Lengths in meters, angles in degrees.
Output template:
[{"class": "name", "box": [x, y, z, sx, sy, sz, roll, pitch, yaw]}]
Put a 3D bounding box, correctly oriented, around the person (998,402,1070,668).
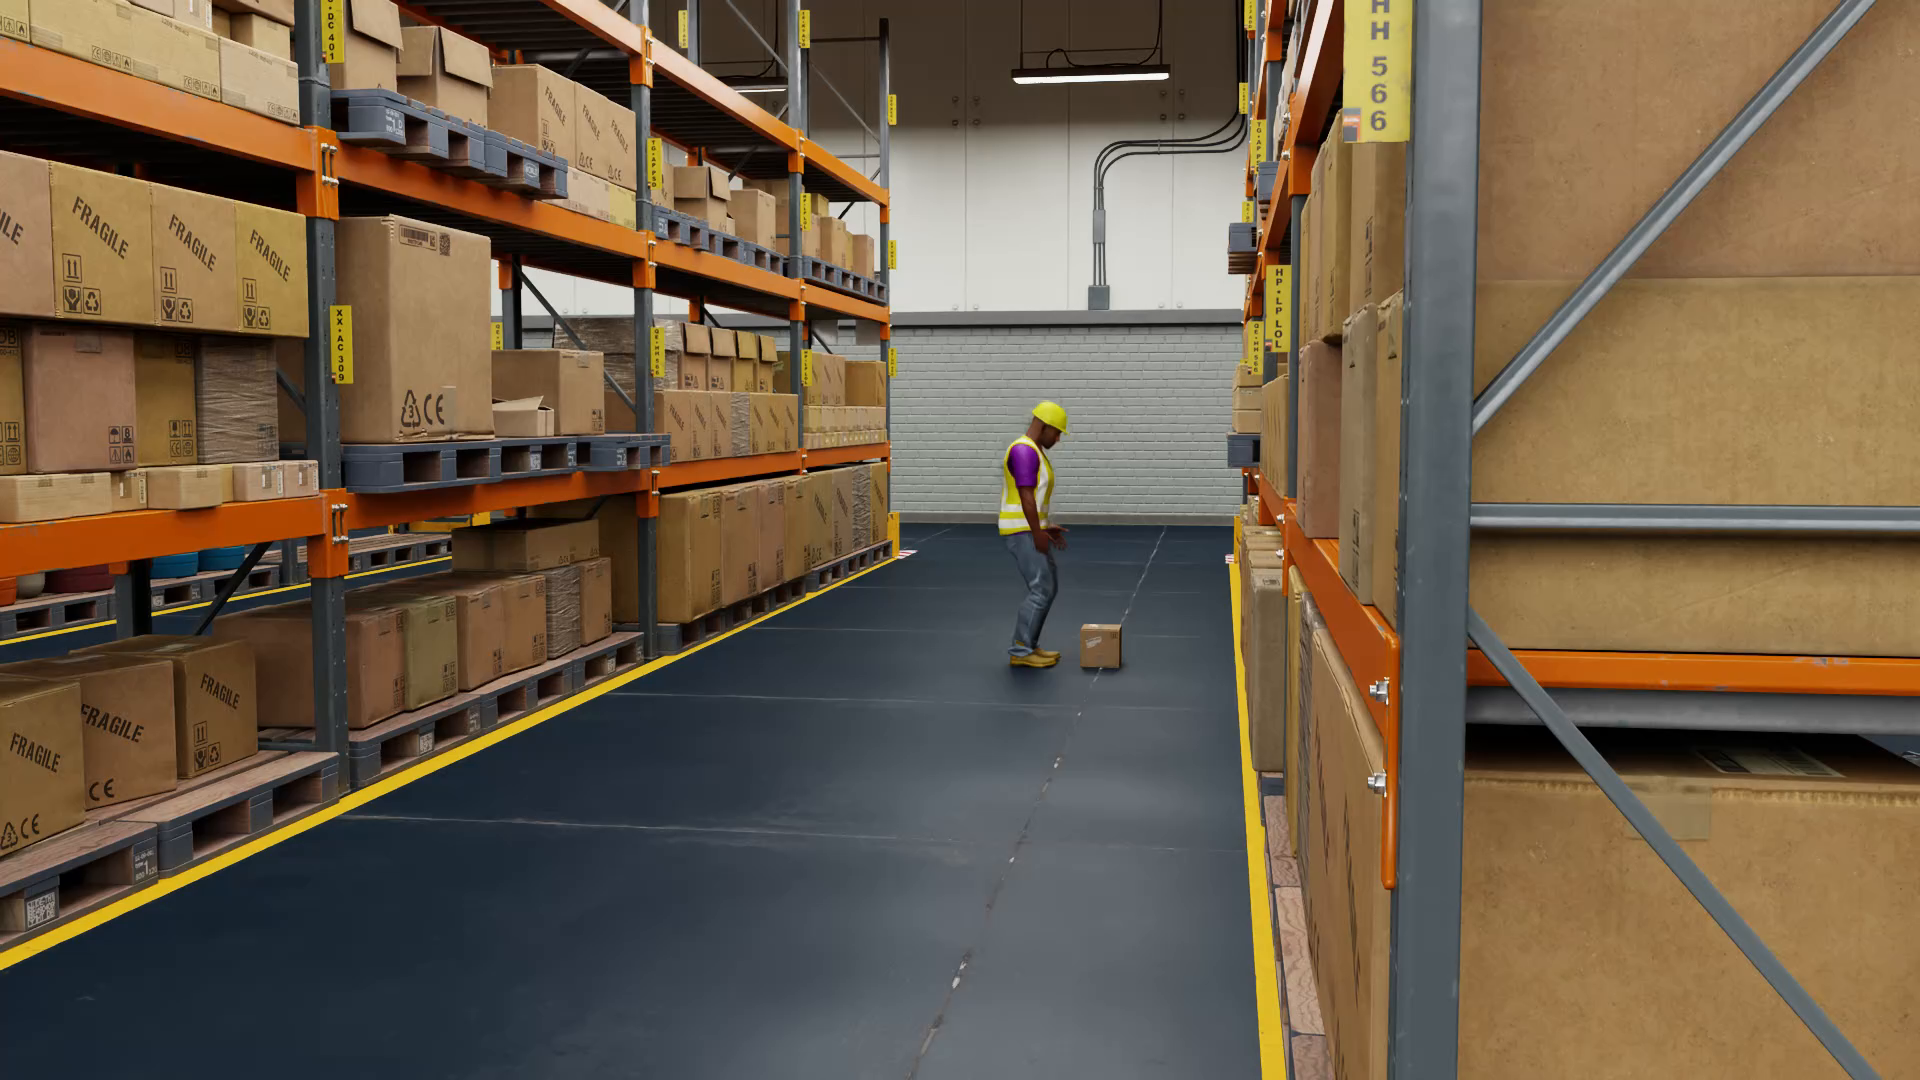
[{"class": "person", "box": [0.492, -0.046, 10.918, 0.453, 1.718, 0.591, 1, 5, 10]}]
